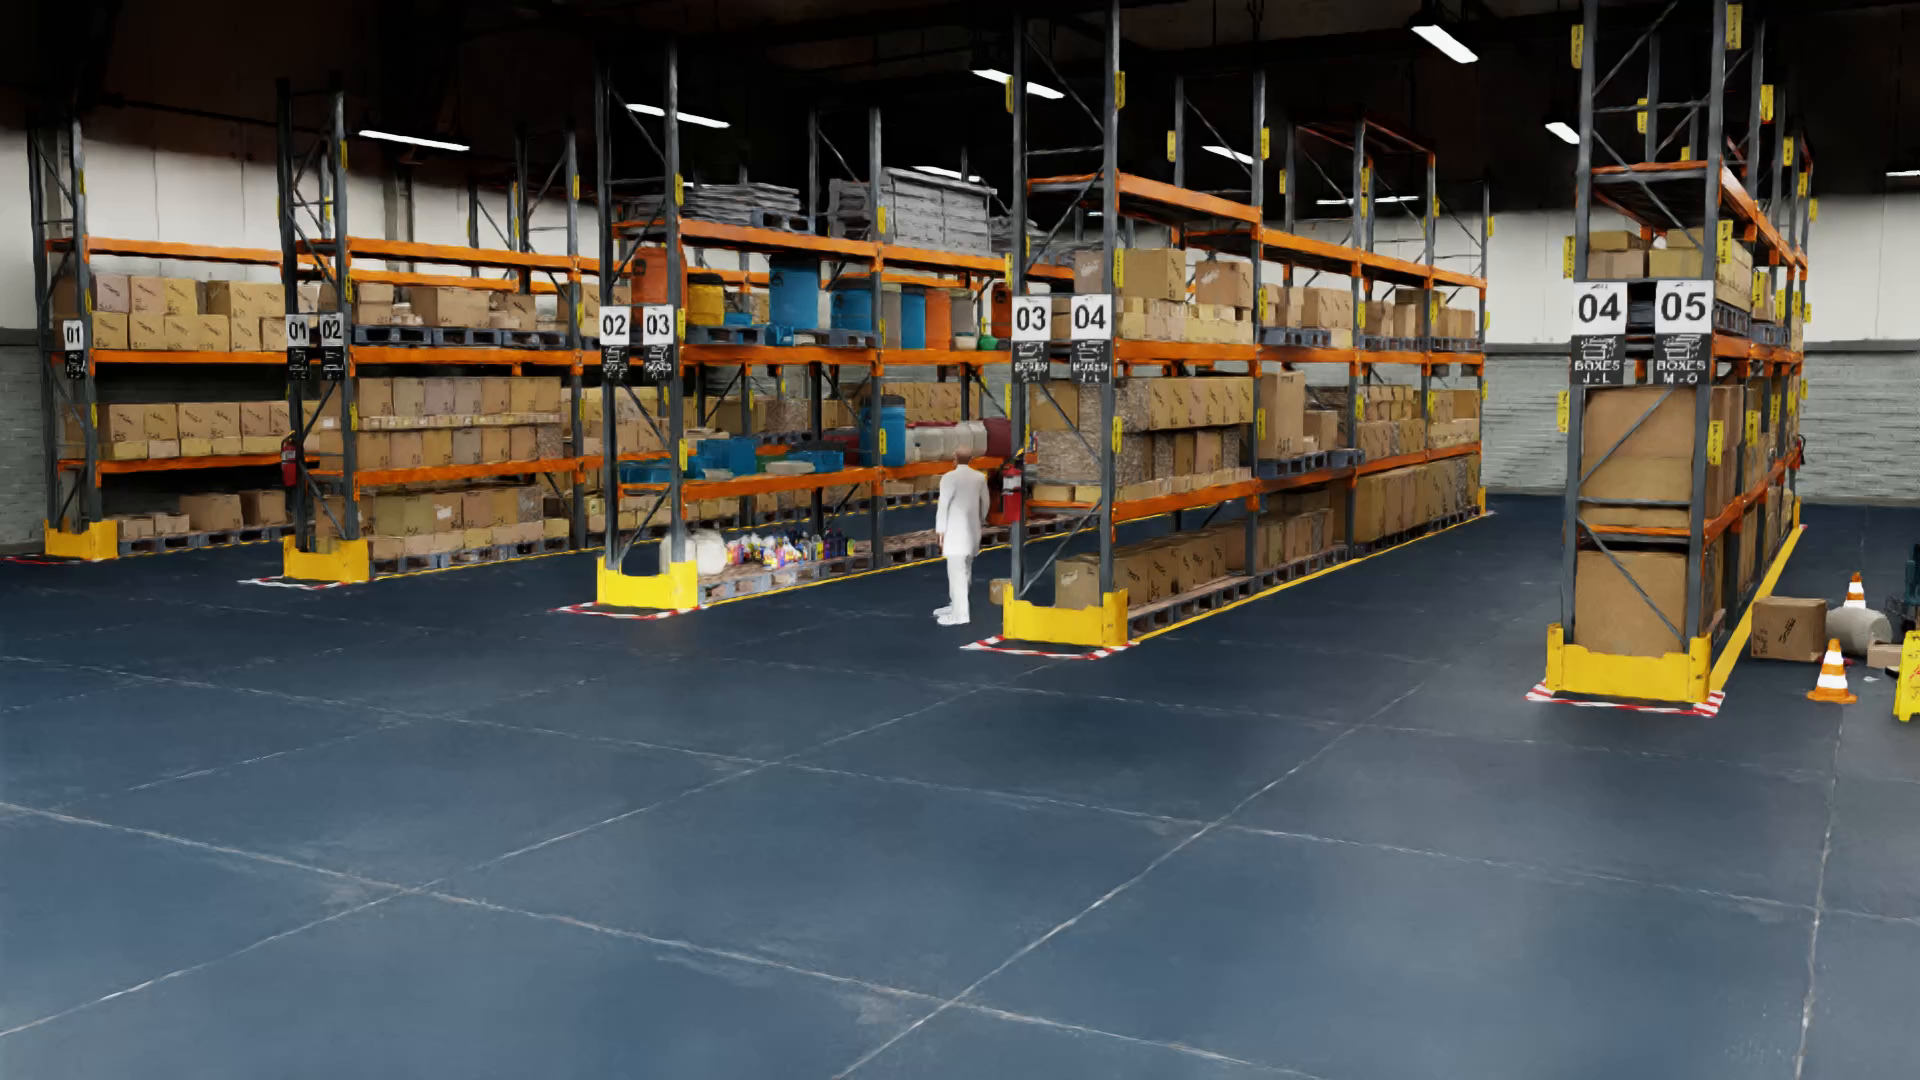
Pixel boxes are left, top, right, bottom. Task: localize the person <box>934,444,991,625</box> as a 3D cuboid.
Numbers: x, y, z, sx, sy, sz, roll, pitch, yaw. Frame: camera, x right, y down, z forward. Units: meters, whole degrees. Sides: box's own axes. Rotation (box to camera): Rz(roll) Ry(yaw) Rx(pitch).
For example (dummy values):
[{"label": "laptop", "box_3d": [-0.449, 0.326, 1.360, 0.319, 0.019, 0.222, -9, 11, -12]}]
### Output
[{"label": "person", "box_3d": [-0.028, -0.059, 16.700, 0.675, 1.770, 0.652, -5, 8, -42]}]
